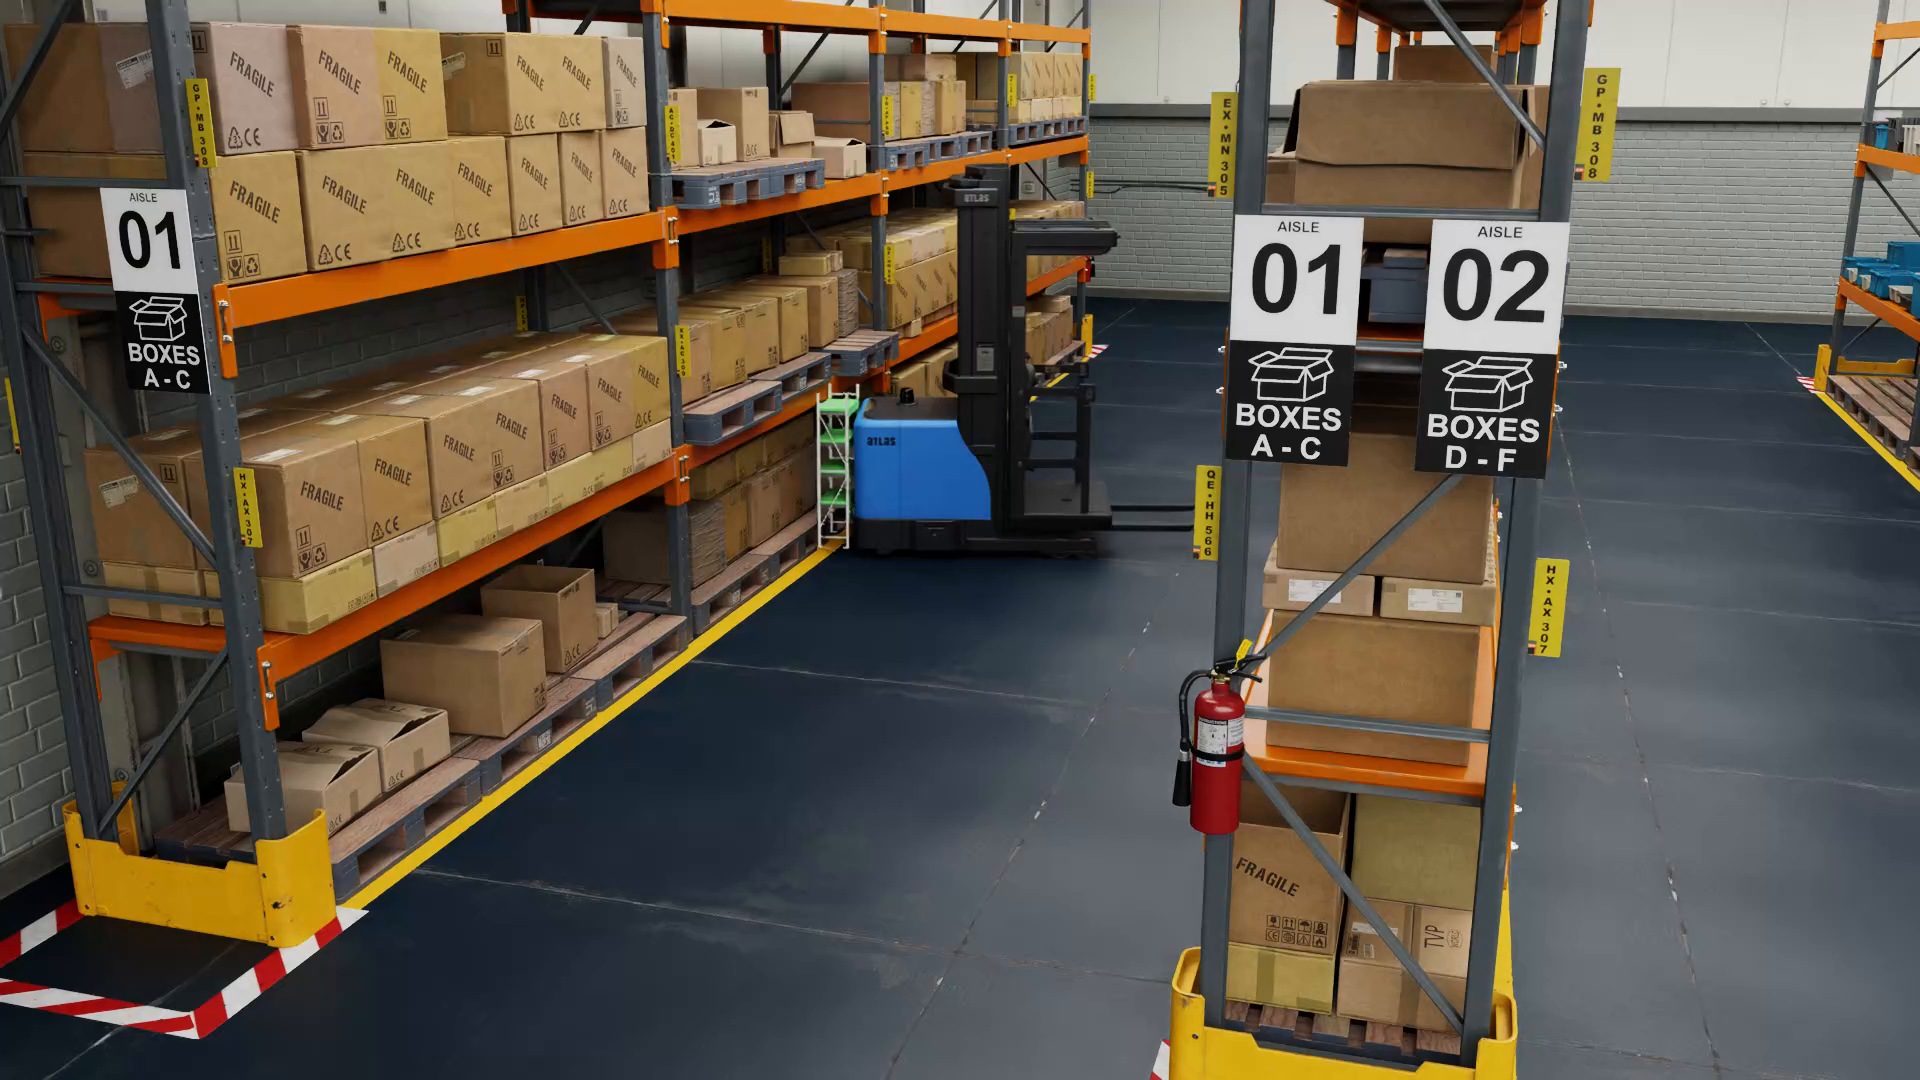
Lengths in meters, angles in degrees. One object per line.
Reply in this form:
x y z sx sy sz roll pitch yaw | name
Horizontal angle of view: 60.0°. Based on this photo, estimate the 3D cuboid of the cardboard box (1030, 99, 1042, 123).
0.623 -4.809 18.611 0.500 0.250 0.500 4 16 15 | cardboard box

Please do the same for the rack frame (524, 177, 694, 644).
-2.258 -0.802 10.660 1.000 3.000 0.127 5 16 16 | rack frame

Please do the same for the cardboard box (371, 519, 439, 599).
-2.818 0.067 7.834 0.500 0.250 0.500 4 16 14 | cardboard box

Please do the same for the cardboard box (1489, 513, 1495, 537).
1.892 -0.019 6.526 0.380 0.149 0.250 4 16 15 | cardboard box

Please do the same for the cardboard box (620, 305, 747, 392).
-1.915 -1.338 11.560 0.700 0.500 0.500 6 17 22 | cardboard box

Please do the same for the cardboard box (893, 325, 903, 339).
-0.725 -1.871 14.851 0.380 0.149 0.250 5 17 17 | cardboard box

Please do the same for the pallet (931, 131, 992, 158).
-0.198 -4.002 16.797 0.805 0.209 1.217 4 16 14 | pallet

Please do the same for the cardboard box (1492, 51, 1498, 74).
5.146 -4.734 17.010 0.700 0.500 0.500 5 16 16 | cardboard box

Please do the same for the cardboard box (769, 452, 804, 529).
-1.648 -0.407 13.043 0.700 0.500 0.500 5 16 16 | cardboard box

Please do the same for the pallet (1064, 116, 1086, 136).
0.952 -5.147 20.644 1.003 0.211 1.213 5 16 16 | pallet

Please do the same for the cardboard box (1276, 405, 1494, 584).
1.516 -0.180 5.905 0.700 0.500 0.500 5 16 16 | cardboard box

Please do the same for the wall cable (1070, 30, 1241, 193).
3.102 -6.786 26.453 3.097 2.526 0.112 5 16 16 | wall cable

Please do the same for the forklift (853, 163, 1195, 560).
0.701 -1.404 12.910 3.031 2.935 1.130 0 16 1 | forklift

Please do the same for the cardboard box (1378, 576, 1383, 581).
1.646 0.321 6.519 0.700 0.500 0.500 5 17 17 | cardboard box

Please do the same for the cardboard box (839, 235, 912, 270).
-0.737 -2.516 14.565 0.500 0.250 0.500 5 17 17 | cardboard box

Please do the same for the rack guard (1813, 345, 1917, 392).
10.645 -1.978 19.387 1.175 0.500 0.348 5 16 16 | rack guard

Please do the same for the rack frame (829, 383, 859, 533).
-0.914 -0.641 13.154 0.240 1.200 0.015 2 14 6 | rack frame

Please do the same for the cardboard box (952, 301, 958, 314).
-0.212 -2.344 16.521 0.380 0.149 0.250 4 16 14 | cardboard box

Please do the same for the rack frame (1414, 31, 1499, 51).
5.903 -6.444 19.559 1.000 3.000 0.127 5 16 16 | rack frame

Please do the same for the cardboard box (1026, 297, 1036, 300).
0.750 -2.978 20.953 0.380 0.149 0.250 5 16 16 | cardboard box

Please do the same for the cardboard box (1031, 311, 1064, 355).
0.907 -2.619 20.878 0.700 0.500 0.500 5 16 16 | cardboard box

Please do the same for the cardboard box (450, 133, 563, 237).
-2.441 -1.872 8.716 0.500 0.500 0.500 4 16 14 | cardboard box

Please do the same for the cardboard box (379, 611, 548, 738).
-2.693 0.724 9.054 0.700 0.500 0.500 4 16 12 | cardboard box

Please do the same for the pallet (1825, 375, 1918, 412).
10.379 -1.619 18.650 1.003 0.211 1.213 5 16 16 | pallet

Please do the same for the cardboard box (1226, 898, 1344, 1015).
1.225 1.585 6.513 0.500 0.250 0.500 5 16 16 | cardboard box

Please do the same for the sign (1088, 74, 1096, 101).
1.669 -5.727 21.048 0.100 0.325 0.005 5 16 16 | sign

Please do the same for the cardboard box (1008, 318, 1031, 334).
0.599 -2.470 19.162 0.380 0.149 0.250 5 17 18 | cardboard box

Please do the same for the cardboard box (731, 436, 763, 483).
-1.798 -0.618 12.410 0.500 0.250 0.500 4 16 14 | cardboard box

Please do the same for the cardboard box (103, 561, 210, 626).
-3.448 0.170 7.472 0.500 0.250 0.500 5 17 17 | cardboard box

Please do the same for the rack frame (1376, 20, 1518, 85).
3.629 -4.351 12.180 1.000 3.000 0.127 5 16 16 | rack frame

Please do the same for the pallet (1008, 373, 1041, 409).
0.307 -1.746 19.099 1.003 0.211 1.213 5 16 16 | pallet

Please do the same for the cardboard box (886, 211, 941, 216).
-0.507 -3.219 17.042 0.500 0.250 0.500 5 17 17 | cardboard box

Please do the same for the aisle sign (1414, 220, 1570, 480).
1.631 -0.582 5.120 0.394 0.787 0.004 5 16 16 | aisle sign

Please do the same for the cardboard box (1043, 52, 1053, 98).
0.762 -5.306 18.991 0.500 0.500 0.500 5 17 16 | cardboard box

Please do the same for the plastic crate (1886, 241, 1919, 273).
10.735 -3.117 18.647 0.616 0.435 0.499 5 16 16 | plastic crate

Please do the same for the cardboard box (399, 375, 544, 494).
-2.533 -0.555 8.651 0.500 0.500 0.500 5 17 18 | cardboard box

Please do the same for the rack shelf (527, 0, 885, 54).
-1.689 -3.673 11.839 1.077 0.370 4.000 5 16 16 | rack shelf

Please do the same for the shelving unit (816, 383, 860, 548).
-0.941 -0.582 12.919 0.258 1.200 0.503 2 14 6 | shelving unit

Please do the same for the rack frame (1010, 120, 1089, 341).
1.152 -3.941 21.728 1.000 3.000 0.127 5 16 16 | rack frame

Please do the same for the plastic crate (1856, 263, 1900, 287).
10.078 -2.910 18.290 0.416 0.233 0.300 5 16 16 | plastic crate

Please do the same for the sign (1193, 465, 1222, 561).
0.840 -0.089 5.590 0.100 0.325 0.005 5 16 16 | sign

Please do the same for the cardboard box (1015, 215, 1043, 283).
0.398 -3.371 19.166 0.980 0.700 0.700 4 16 14 | cardboard box

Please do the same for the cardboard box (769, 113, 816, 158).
-1.578 -3.019 12.753 0.797 0.503 0.637 7 17 24 | cardboard box

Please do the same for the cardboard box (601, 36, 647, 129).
-2.140 -2.632 9.562 0.500 0.500 0.500 3 16 11 | cardboard box

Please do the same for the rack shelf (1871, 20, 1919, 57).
10.083 -4.998 16.509 1.077 0.370 4.000 5 16 16 | rack shelf

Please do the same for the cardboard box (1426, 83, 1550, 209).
2.090 -1.546 6.577 0.500 0.500 0.500 5 16 16 | cardboard box

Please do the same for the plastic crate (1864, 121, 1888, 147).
10.274 -4.474 18.349 0.497 0.269 0.590 5 16 16 | plastic crate

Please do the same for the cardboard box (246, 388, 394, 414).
-3.169 -0.460 8.318 0.500 0.500 0.500 4 16 14 | cardboard box

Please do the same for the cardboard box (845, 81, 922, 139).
-0.768 -3.969 15.339 0.700 0.500 0.500 6 17 19 | cardboard box

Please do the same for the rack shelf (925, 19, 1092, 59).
0.584 -5.766 19.218 1.077 0.370 4.000 5 16 16 | rack shelf

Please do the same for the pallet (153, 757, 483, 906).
-3.108 1.356 8.161 1.003 0.211 1.213 5 16 16 | pallet

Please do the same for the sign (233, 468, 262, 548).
-2.874 -0.130 6.704 0.100 0.325 0.005 5 16 16 | sign
